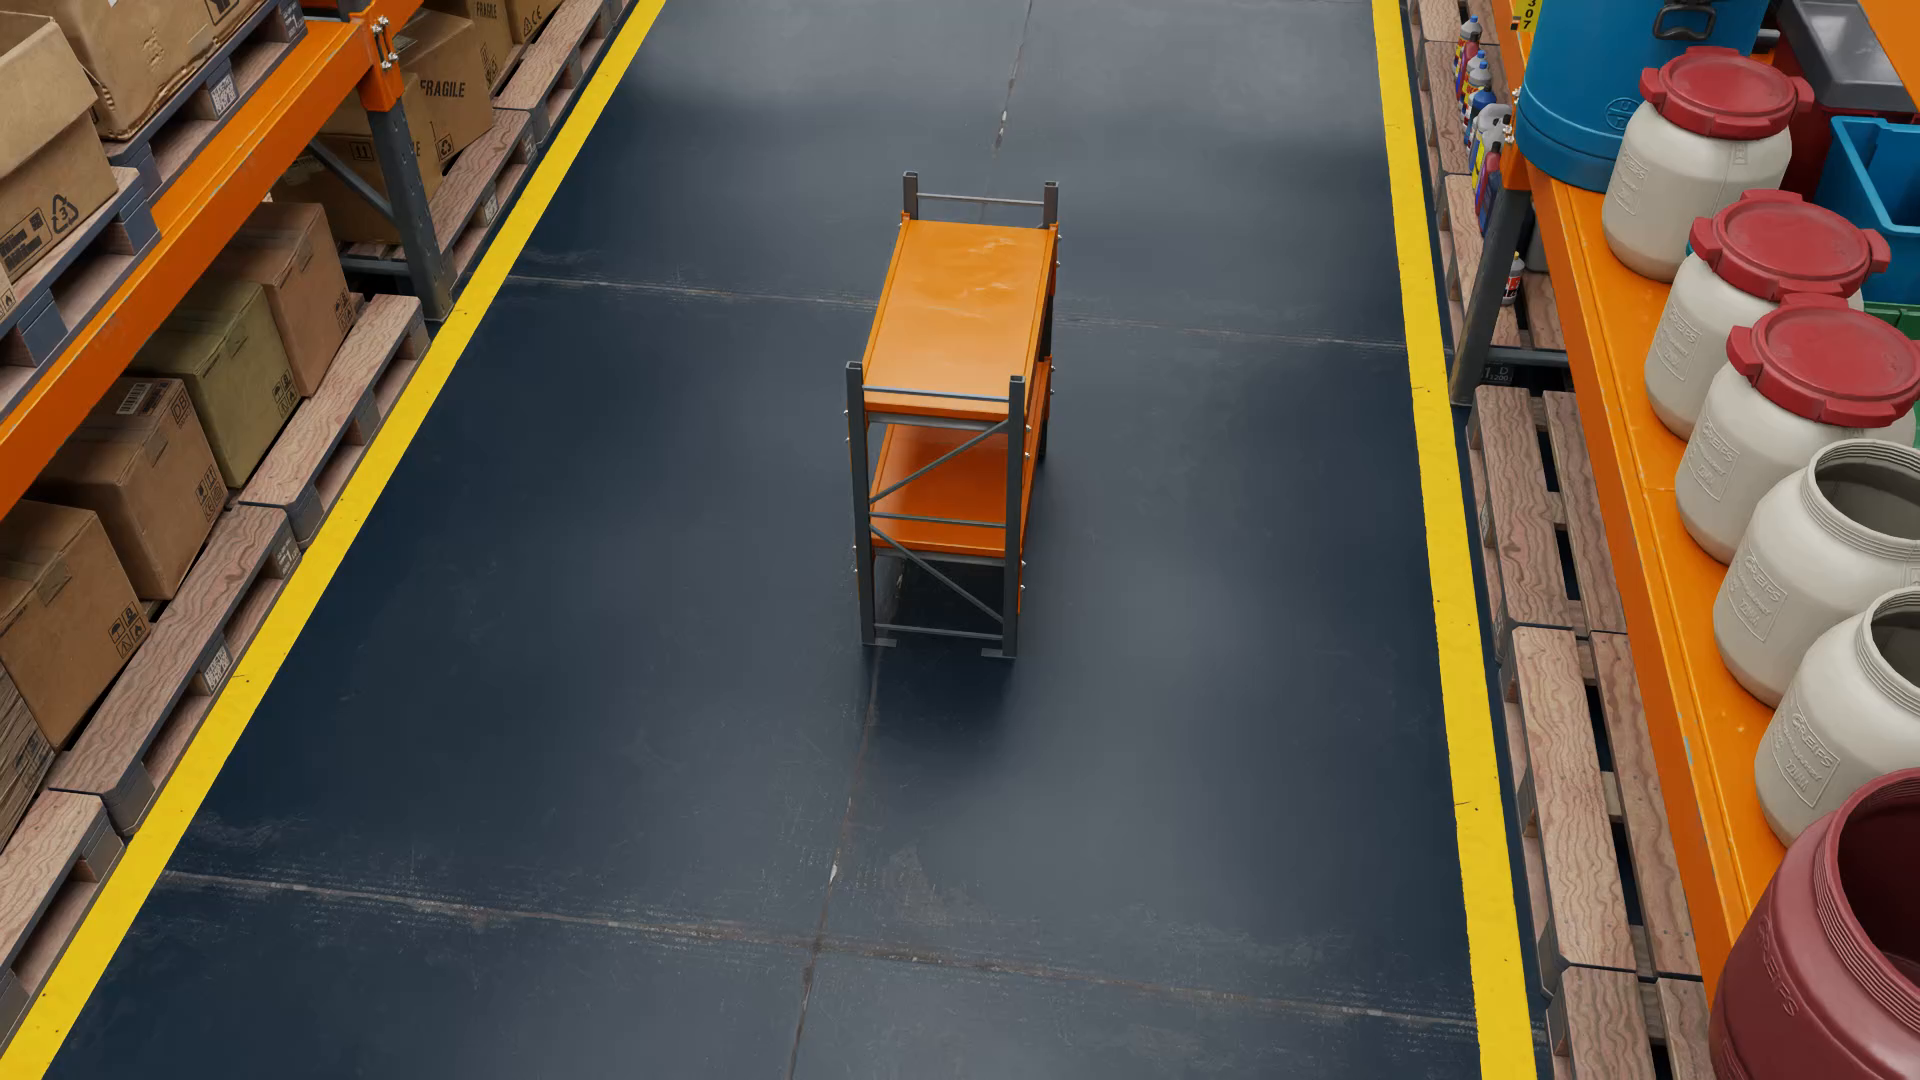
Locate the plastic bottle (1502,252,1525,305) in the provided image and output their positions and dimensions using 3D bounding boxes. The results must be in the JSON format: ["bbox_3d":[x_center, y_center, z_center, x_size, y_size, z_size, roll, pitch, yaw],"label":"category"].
[{"bbox_3d":[2.094,-1.009,6.349,0.097,0.201,0.097,0,43,0],"label":"plastic bottle"}]

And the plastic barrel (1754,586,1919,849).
[{"bbox_3d":[1.750,0.375,3.091,0.421,0.512,0.421,0,43,0],"label":"plastic barrel"}]

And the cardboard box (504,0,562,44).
[{"bbox_3d":[-2.272,-2.751,7.987,0.500,0.500,0.500,9,44,9],"label":"cardboard box"}]

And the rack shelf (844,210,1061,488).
[{"bbox_3d":[-0.001,-0.616,5.157,0.538,0.278,1.000,5,44,6],"label":"rack shelf"}]

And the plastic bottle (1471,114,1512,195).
[{"bbox_3d":[2.222,-1.604,6.869,0.144,0.351,0.185,5,44,5],"label":"plastic bottle"}]

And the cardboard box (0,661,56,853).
[{"bbox_3d":[-2.954,0.596,4.436,0.700,0.500,0.500,2,43,2],"label":"cardboard box"}]

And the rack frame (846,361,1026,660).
[{"bbox_3d":[-0.068,-0.057,4.992,0.500,1.125,0.032,5,44,6],"label":"rack frame"}]

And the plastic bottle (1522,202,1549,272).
[{"bbox_3d":[2.297,-1.240,6.484,0.144,0.351,0.185,5,44,6],"label":"plastic bottle"}]

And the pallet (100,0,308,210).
[{"bbox_3d":[-2.800,-1.463,5.253,1.003,0.211,1.213,5,44,6],"label":"pallet"}]

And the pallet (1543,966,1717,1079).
[{"bbox_3d":[1.967,1.625,3.881,1.003,0.211,1.213,5,44,6],"label":"pallet"}]

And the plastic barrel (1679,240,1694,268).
[{"bbox_3d":[2.028,-0.651,4.357,0.301,0.262,0.301,0,43,0],"label":"plastic barrel"}]

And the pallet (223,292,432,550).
[{"bbox_3d":[-2.656,-0.497,6.121,1.003,0.211,1.213,5,44,6],"label":"pallet"}]

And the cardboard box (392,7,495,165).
[{"bbox_3d":[-2.394,-1.945,7.135,0.500,0.500,0.500,19,46,19],"label":"cardboard box"}]

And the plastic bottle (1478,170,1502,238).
[{"bbox_3d":[2.180,-1.383,6.636,0.144,0.351,0.185,3,44,3],"label":"plastic bottle"}]

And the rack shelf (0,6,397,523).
[{"bbox_3d":[-2.819,-0.416,4.531,1.077,0.370,4.000,5,44,6],"label":"rack shelf"}]

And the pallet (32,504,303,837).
[{"bbox_3d":[-2.815,0.337,5.240,1.003,0.211,1.213,5,44,6],"label":"pallet"}]

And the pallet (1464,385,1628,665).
[{"bbox_3d":[2.289,-0.038,5.637,1.003,0.211,1.213,5,44,6],"label":"pallet"}]

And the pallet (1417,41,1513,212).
[{"bbox_3d":[2.644,-1.865,7.566,1.003,0.211,1.213,5,44,6],"label":"pallet"}]

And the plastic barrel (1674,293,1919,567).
[{"bbox_3d":[1.857,-0.212,3.693,0.433,0.535,0.433,0,43,0],"label":"plastic barrel"}]

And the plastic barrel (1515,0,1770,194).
[{"bbox_3d":[2.003,-1.536,4.826,0.600,0.901,0.708,5,44,6],"label":"plastic barrel"}]

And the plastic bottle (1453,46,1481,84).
[{"bbox_3d":[2.321,-2.181,7.588,0.097,0.201,0.097,0,43,0],"label":"plastic bottle"}]

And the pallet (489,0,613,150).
[{"bbox_3d":[-2.342,-2.322,8.049,1.003,0.211,1.213,5,44,6],"label":"pallet"}]

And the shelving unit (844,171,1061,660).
[{"bbox_3d":[-0.001,-0.404,5.358,0.538,1.125,1.048,5,44,6],"label":"shelving unit"}]

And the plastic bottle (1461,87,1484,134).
[{"bbox_3d":[2.263,-1.883,7.272,0.097,0.201,0.097,0,43,0],"label":"plastic bottle"}]

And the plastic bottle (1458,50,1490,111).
[{"bbox_3d":[2.290,-2.044,7.391,0.097,0.271,0.097,0,43,0],"label":"plastic bottle"}]

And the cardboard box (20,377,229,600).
[{"bbox_3d":[-2.813,-0.171,5.247,0.700,0.500,0.500,2,43,2],"label":"cardboard box"}]

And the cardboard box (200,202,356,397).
[{"bbox_3d":[-2.657,-0.875,5.991,0.700,0.500,0.500,2,43,2],"label":"cardboard box"}]

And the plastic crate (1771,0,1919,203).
[{"bbox_3d":[2.594,-1.255,4.847,0.402,0.464,0.583,5,44,6],"label":"plastic crate"}]

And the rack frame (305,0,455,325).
[{"bbox_3d":[-2.555,-2.040,5.723,1.000,3.000,0.127,5,44,6],"label":"rack frame"}]

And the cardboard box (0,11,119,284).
[{"bbox_3d":[-2.692,-1.040,4.286,0.797,0.503,0.637,9,44,10],"label":"cardboard box"}]

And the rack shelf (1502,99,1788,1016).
[{"bbox_3d":[2.090,0.035,4.055,1.077,0.370,4.000,5,44,6],"label":"rack shelf"}]

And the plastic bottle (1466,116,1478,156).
[{"bbox_3d":[2.236,-1.743,7.124,0.097,0.201,0.097,0,43,0],"label":"plastic bottle"}]

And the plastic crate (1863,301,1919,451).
[{"bbox_3d":[2.404,-0.300,4.039,0.450,0.188,0.662,5,44,6],"label":"plastic crate"}]
